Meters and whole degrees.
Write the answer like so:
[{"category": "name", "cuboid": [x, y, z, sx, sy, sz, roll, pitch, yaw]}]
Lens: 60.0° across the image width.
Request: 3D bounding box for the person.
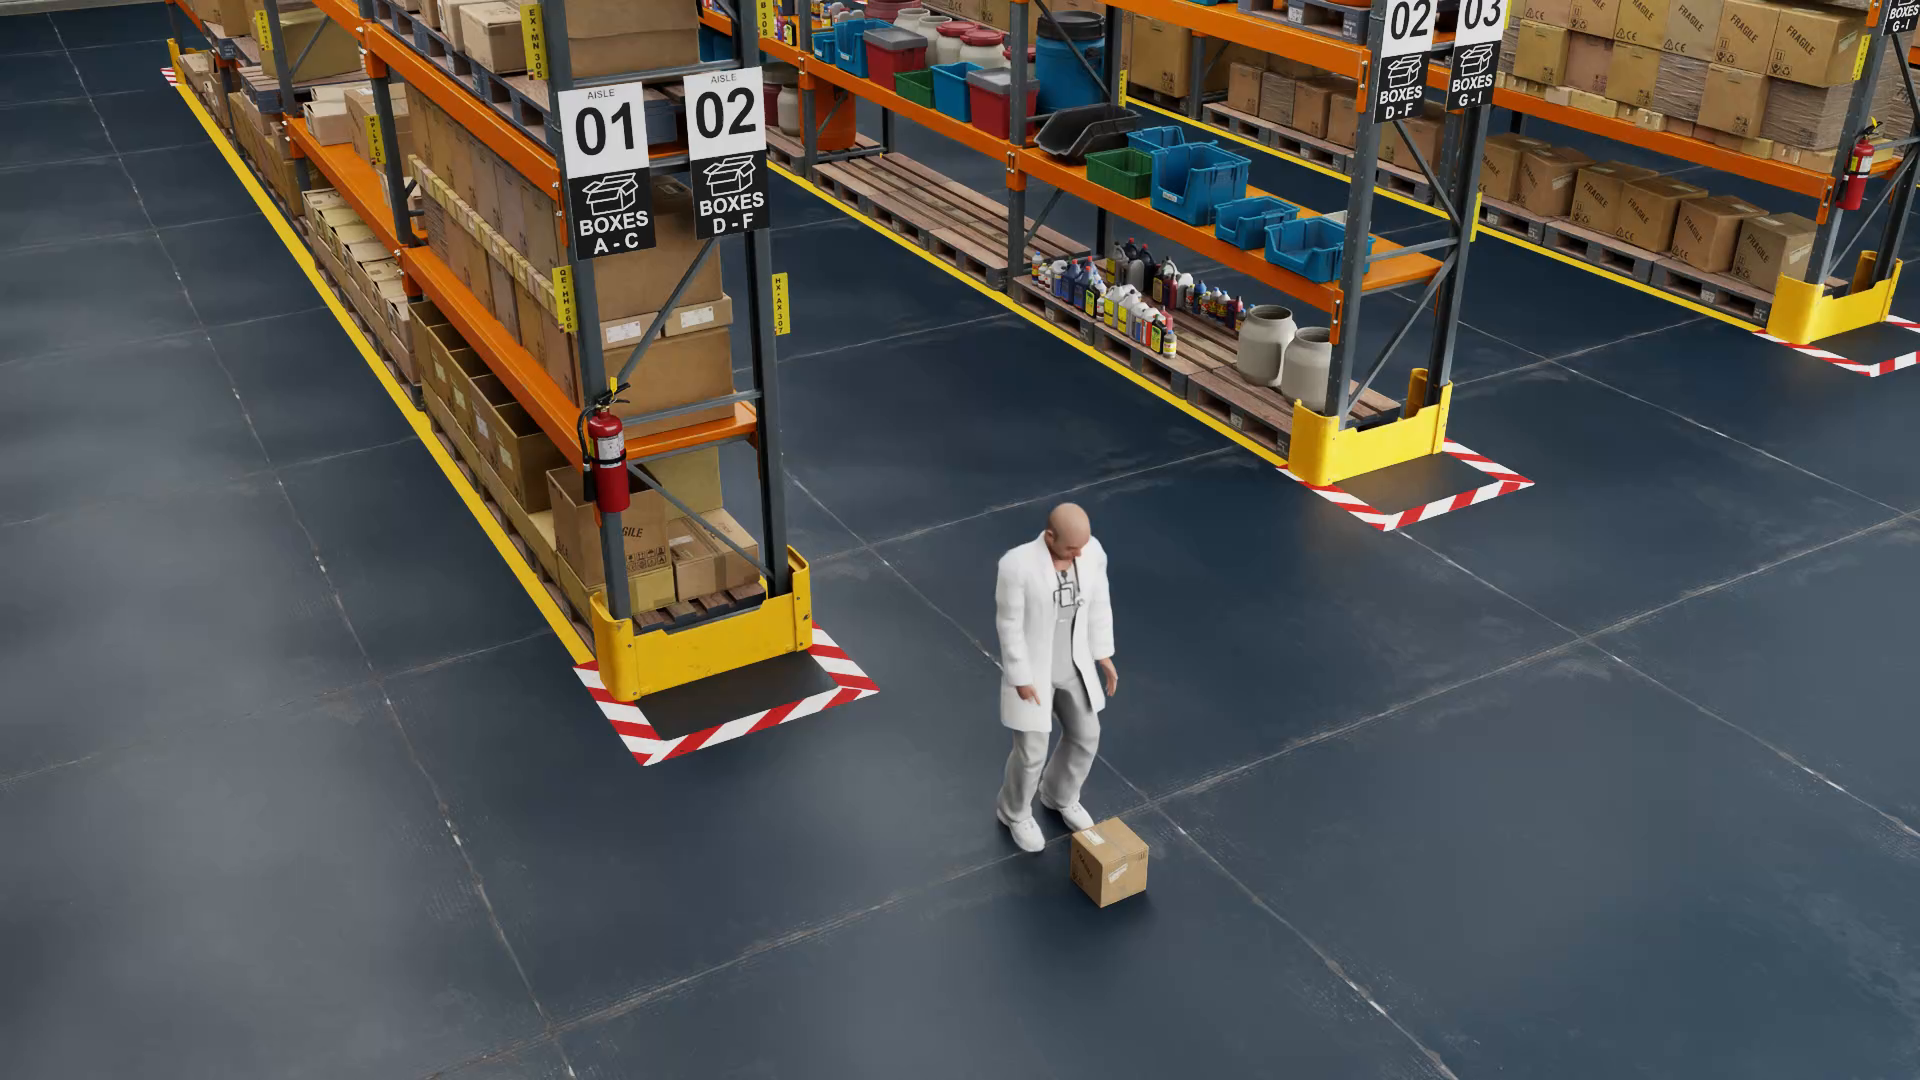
[{"category": "person", "cuboid": [0.432, 0.589, 7.554, 0.583, 1.746, 0.396, -15, 32, -25]}]
